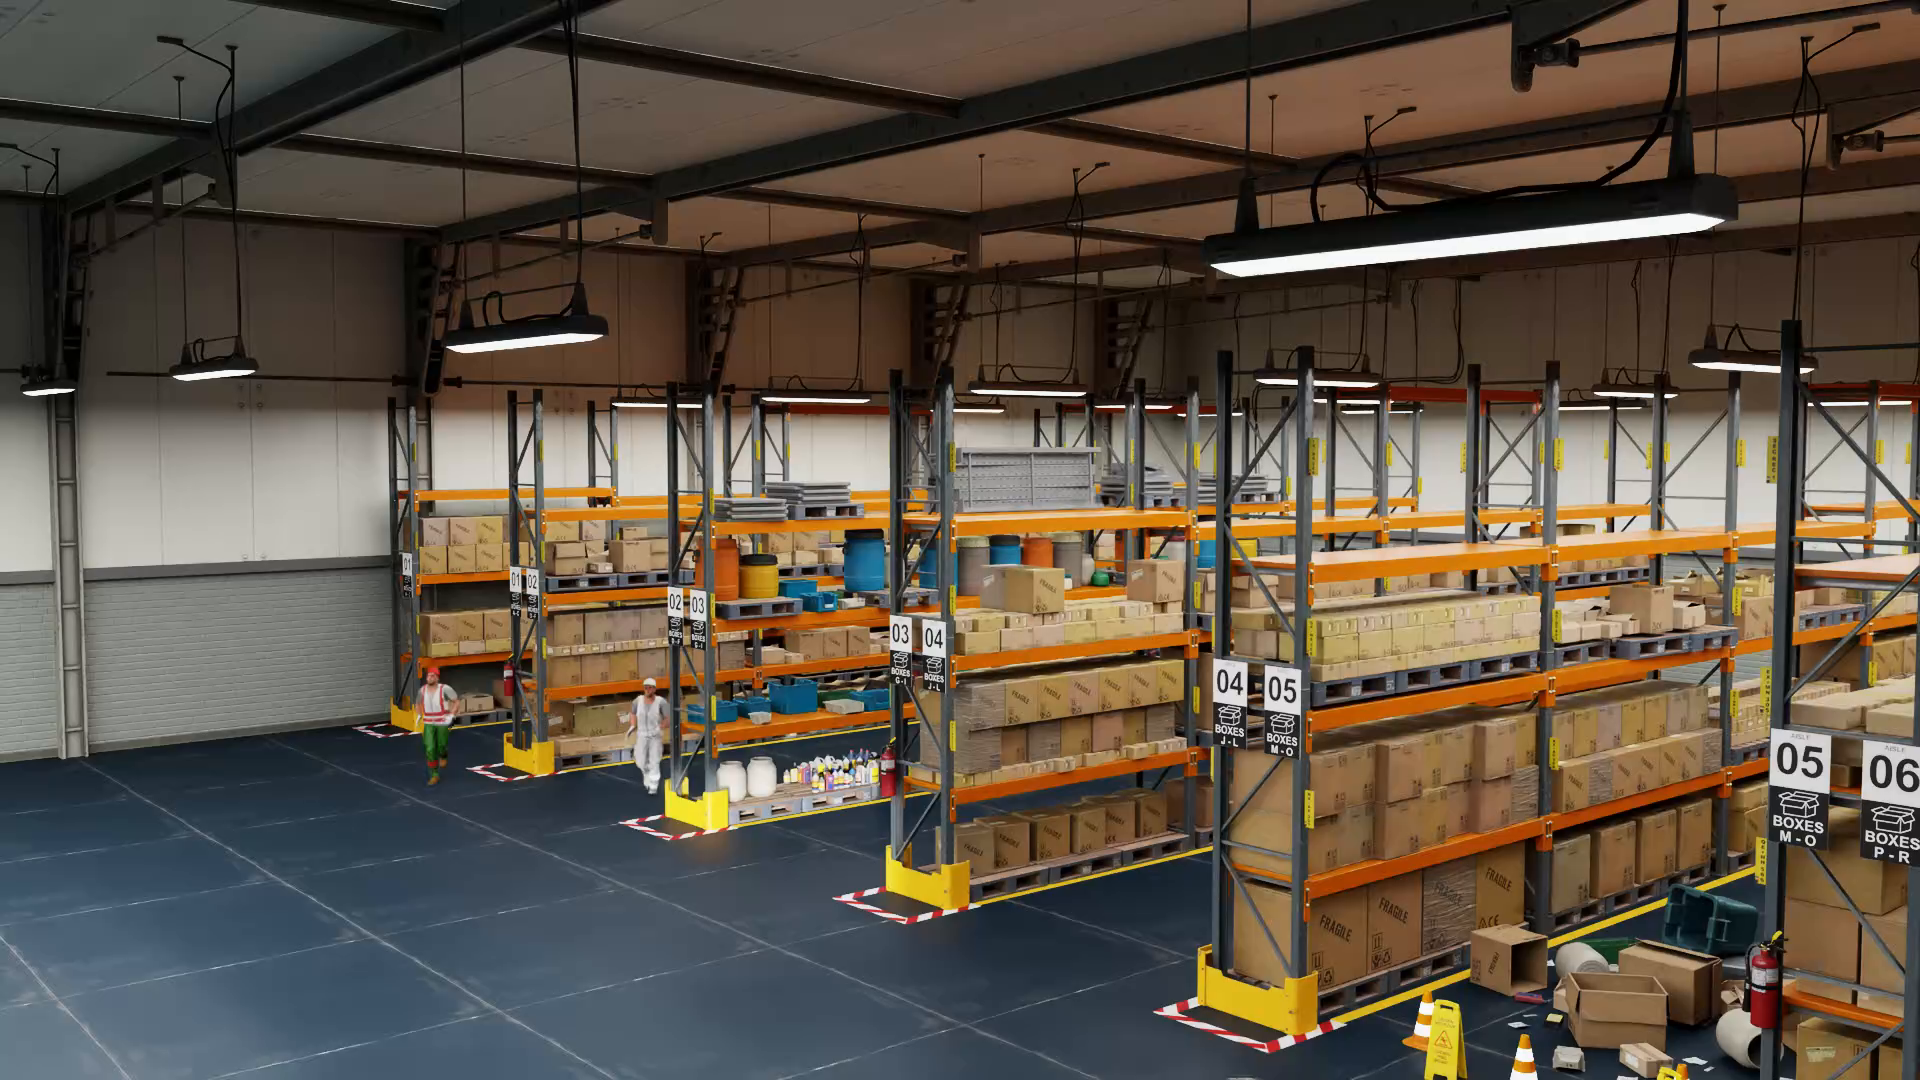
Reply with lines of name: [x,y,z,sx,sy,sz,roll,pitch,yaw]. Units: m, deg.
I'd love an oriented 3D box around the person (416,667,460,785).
person: [-7.981,2.812,25.434,0.673,1.779,0.699,0,3,-1]

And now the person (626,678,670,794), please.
person: [-4.558,2.876,24.299,0.670,1.732,0.632,0,3,4]

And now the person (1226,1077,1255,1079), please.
person: [1.605,3.806,9.510,0.584,1.612,0.686,1,3,10]
